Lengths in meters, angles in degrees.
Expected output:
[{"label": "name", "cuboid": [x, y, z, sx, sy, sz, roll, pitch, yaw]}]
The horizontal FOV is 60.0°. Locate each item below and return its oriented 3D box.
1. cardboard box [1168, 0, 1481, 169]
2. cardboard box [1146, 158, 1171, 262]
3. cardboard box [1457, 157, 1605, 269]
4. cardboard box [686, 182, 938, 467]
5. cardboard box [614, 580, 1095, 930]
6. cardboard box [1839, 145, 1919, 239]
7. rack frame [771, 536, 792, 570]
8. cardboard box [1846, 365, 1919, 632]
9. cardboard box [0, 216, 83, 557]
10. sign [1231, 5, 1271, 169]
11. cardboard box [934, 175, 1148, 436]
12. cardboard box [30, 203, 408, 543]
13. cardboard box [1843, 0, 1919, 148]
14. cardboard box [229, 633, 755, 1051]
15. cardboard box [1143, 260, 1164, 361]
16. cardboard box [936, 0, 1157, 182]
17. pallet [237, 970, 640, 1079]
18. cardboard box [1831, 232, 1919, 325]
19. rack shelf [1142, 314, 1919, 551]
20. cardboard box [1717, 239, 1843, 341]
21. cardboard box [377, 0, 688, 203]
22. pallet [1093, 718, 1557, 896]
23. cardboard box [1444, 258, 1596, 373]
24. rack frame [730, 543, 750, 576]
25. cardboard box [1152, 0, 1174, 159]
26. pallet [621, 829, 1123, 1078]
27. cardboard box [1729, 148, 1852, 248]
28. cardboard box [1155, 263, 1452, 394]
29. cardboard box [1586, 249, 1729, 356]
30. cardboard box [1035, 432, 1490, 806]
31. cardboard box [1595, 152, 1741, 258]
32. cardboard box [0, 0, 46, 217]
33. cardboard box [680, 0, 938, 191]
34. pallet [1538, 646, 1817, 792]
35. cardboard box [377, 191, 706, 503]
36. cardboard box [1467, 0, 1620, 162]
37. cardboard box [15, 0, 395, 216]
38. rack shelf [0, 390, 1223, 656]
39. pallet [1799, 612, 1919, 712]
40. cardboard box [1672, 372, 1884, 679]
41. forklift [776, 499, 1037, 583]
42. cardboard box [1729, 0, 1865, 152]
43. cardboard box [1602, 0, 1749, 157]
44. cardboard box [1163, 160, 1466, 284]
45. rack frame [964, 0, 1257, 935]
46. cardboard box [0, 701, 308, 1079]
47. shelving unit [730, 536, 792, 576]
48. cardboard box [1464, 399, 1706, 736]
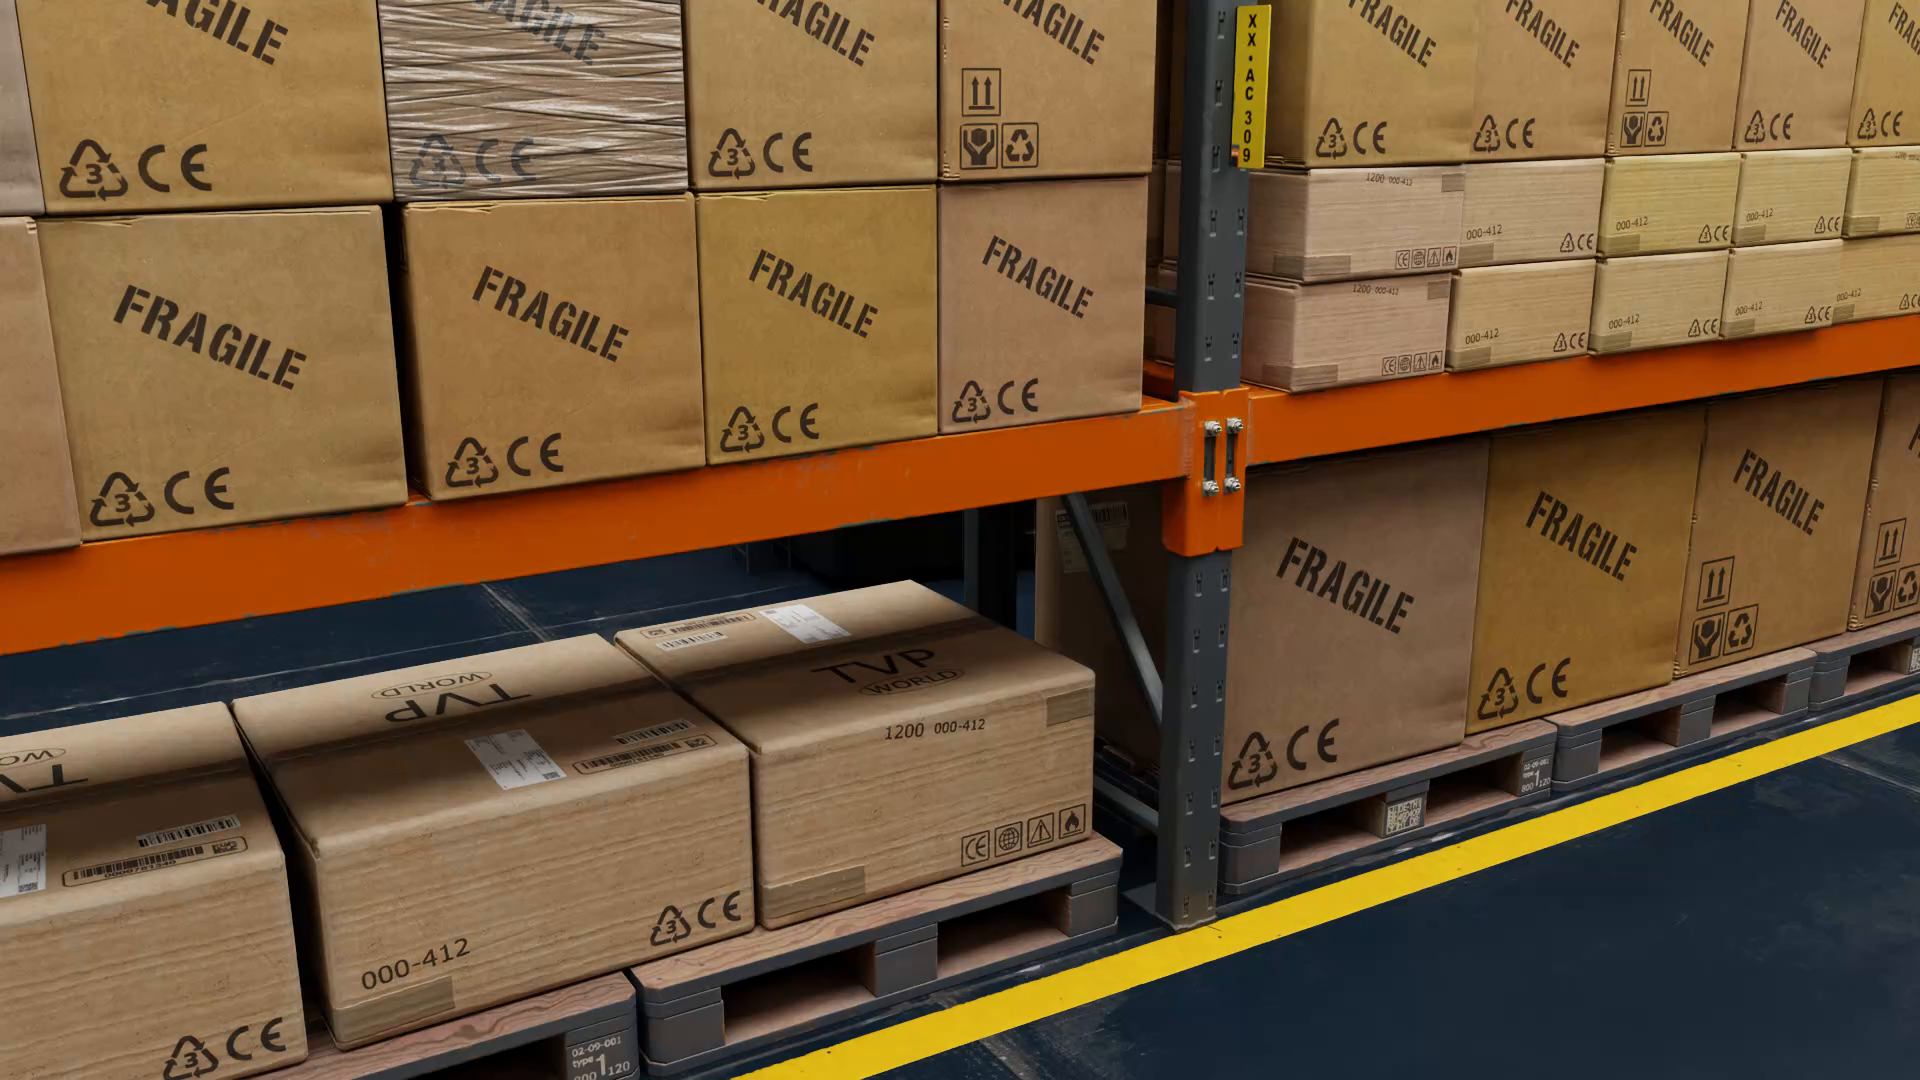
[{"label": "cardboard box", "cuboid": [0.843, -1.140, 3.880, 0.500, 0.500, 0.500, -9, 18, -29]}, {"label": "cardboard box", "cuboid": [0.571, -0.901, 4.420, 0.500, 0.250, 0.500, -9, 18, -30]}, {"label": "cardboard box", "cuboid": [1.273, -0.859, 4.268, 0.500, 0.250, 0.500, -9, 18, -29]}, {"label": "cardboard box", "cuboid": [-0.386, -0.467, 3.334, 0.500, 0.500, 0.500, -10, 18, -31]}, {"label": "cardboard box", "cuboid": [-0.276, 0.479, 4.114, 0.875, 0.438, 0.875, -10, 18, -31]}, {"label": "cardboard box", "cuboid": [2.596, -1.066, 5.006, 0.500, 0.250, 0.500, -10, 18, -31]}, {"label": "rack frame", "cuboid": [-0.759, -0.481, 6.903, 0.006, 1.200, 0.240, -7, 17, -25]}, {"label": "cardboard box", "cuboid": [3.112, -0.274, 5.987, 0.875, 0.875, 0.875, -9, 18, -30]}, {"label": "cardboard box", "cuboid": [-1.687, -0.251, 2.563, 0.500, 0.500, 0.500, -9, 18, -30]}, {"label": "sign", "cuboid": [0.605, -0.942, 3.463, 0.005, 0.325, 0.100, -9, 18, -30]}, {"label": "cardboard box", "cuboid": [0.052, -0.540, 3.593, 0.500, 0.500, 0.500, -9, 18, -29]}, {"label": "cardboard box", "cuboid": [-1.266, -0.325, 2.825, 0.500, 0.500, 0.500, -9, 18, -28]}, {"label": "cardboard box", "cuboid": [2.574, -1.428, 4.908, 0.500, 0.500, 0.500, -9, 18, -30]}, {"label": "cardboard box", "cuboid": [-1.043, 0.603, 3.670, 0.875, 0.438, 0.875, -10, 18, -31]}, {"label": "cardboard box", "cuboid": [0.573, -0.664, 4.498, 0.500, 0.250, 0.500, -10, 18, -31]}, {"label": "cardboard box", "cuboid": [0.056, -1.015, 3.437, 0.500, 0.500, 0.500, -9, 18, -30]}, {"label": "pallet", "cuboid": [-1.421, 0.986, 3.503, 1.213, 0.211, 1.003, -9, 18, -30]}, {"label": "cardboard box", "cuboid": [2.577, -0.828, 5.084, 0.500, 0.250, 0.500, -9, 18, -30]}, {"label": "rack shelf", "cuboid": [2.032, -0.547, 5.137, 4.000, 0.370, 1.077, -9, 18, -30]}, {"label": "cardboard box", "cuboid": [2.155, -0.750, 4.807, 0.500, 0.250, 0.500, -10, 18, -31]}, {"label": "cardboard box", "cuboid": [-0.815, -0.874, 2.932, 0.500, 0.500, 0.500, -9, 18, -29]}, {"label": "pallet", "cuboid": [0.941, 0.603, 4.869, 1.213, 0.211, 1.003, -9, 18, -30]}, {"label": "cardboard box", "cuboid": [1.274, -0.616, 4.326, 0.500, 0.250, 0.500, -10, 18, -31]}, {"label": "rack frame", "cuboid": [-0.924, -0.460, 6.827, 0.006, 1.200, 0.240, -7, 17, -25]}, {"label": "cardboard box", "cuboid": [0.572, -1.265, 4.328, 0.500, 0.500, 0.500, -9, 18, -28]}, {"label": "pallet", "cuboid": [-0.374, 0.815, 4.112, 1.213, 0.211, 1.003, -9, 18, -30]}, {"label": "cardboard box", "cuboid": [2.151, -0.994, 4.748, 0.500, 0.250, 0.500, -10, 18, -31]}, {"label": "cardboard box", "cuboid": [0.831, -0.543, 4.068, 0.500, 0.250, 0.500, -10, 18, -31]}, {"label": "cardboard box", "cuboid": [1.721, -0.683, 4.567, 0.500, 0.250, 0.500, -9, 18, -30]}, {"label": "cardboard box", "cuboid": [0.808, 0.101, 4.651, 0.875, 0.875, 0.875, -9, 18, -28]}, {"label": "cardboard box", "cuboid": [1.719, -0.923, 4.496, 0.500, 0.250, 0.500, -9, 18, -29]}, {"label": "cardboard box", "cuboid": [-1.676, -0.737, 2.442, 0.500, 0.500, 0.500, -9, 18, -30]}, {"label": "cardboard box", "cuboid": [-0.383, -0.947, 3.192, 0.500, 0.500, 0.500, -10, 18, -31]}, {"label": "pallet", "cuboid": [1.987, 0.432, 5.478, 1.213, 0.211, 1.003, -9, 18, -30]}, {"label": "cardboard box", "cuboid": [-0.810, -0.394, 3.072, 0.500, 0.500, 0.500, -10, 18, -31]}, {"label": "cardboard box", "cuboid": [1.265, -1.217, 4.155, 0.500, 0.500, 0.500, -9, 18, -30]}, {"label": "cardboard box", "cuboid": [-1.249, -0.806, 2.690, 0.500, 0.500, 0.500, -9, 18, -29]}, {"label": "rack shelf", "cuboid": [-1.396, 0.009, 3.153, 4.000, 0.370, 1.077, -9, 18, -30]}, {"label": "pallet", "cuboid": [3.032, 0.263, 6.079, 1.213, 0.211, 1.003, -9, 18, -30]}, {"label": "cardboard box", "cuboid": [2.345, -0.151, 5.549, 0.875, 0.875, 0.875, -9, 18, -29]}, {"label": "forklift", "cuboid": [0.615, -1.491, 7.298, 3.031, 2.935, 1.130, -7, 17, -25]}, {"label": "cardboard box", "cuboid": [2.136, -1.359, 4.664, 0.500, 0.500, 0.500, -10, 18, -31]}, {"label": "cardboard box", "cuboid": [1.696, -1.286, 4.402, 0.500, 0.500, 0.500, -10, 18, -31]}, {"label": "cardboard box", "cuboid": [0.840, -0.780, 3.986, 0.500, 0.250, 0.500, -10, 18, -31]}, {"label": "rack frame", "cuboid": [0.318, -0.615, 4.048, 0.127, 3.000, 1.000, -9, 18, -30]}, {"label": "cardboard box", "cuboid": [-1.816, 0.728, 3.224, 0.875, 0.438, 0.875, -9, 18, -28]}, {"label": "shelving unit", "cuboid": [-0.841, -0.470, 6.865, 0.189, 1.200, 0.258, -7, 17, -25]}, {"label": "cardboard box", "cuboid": [1.578, -0.027, 5.106, 0.875, 0.875, 0.875, -9, 18, -28]}]
